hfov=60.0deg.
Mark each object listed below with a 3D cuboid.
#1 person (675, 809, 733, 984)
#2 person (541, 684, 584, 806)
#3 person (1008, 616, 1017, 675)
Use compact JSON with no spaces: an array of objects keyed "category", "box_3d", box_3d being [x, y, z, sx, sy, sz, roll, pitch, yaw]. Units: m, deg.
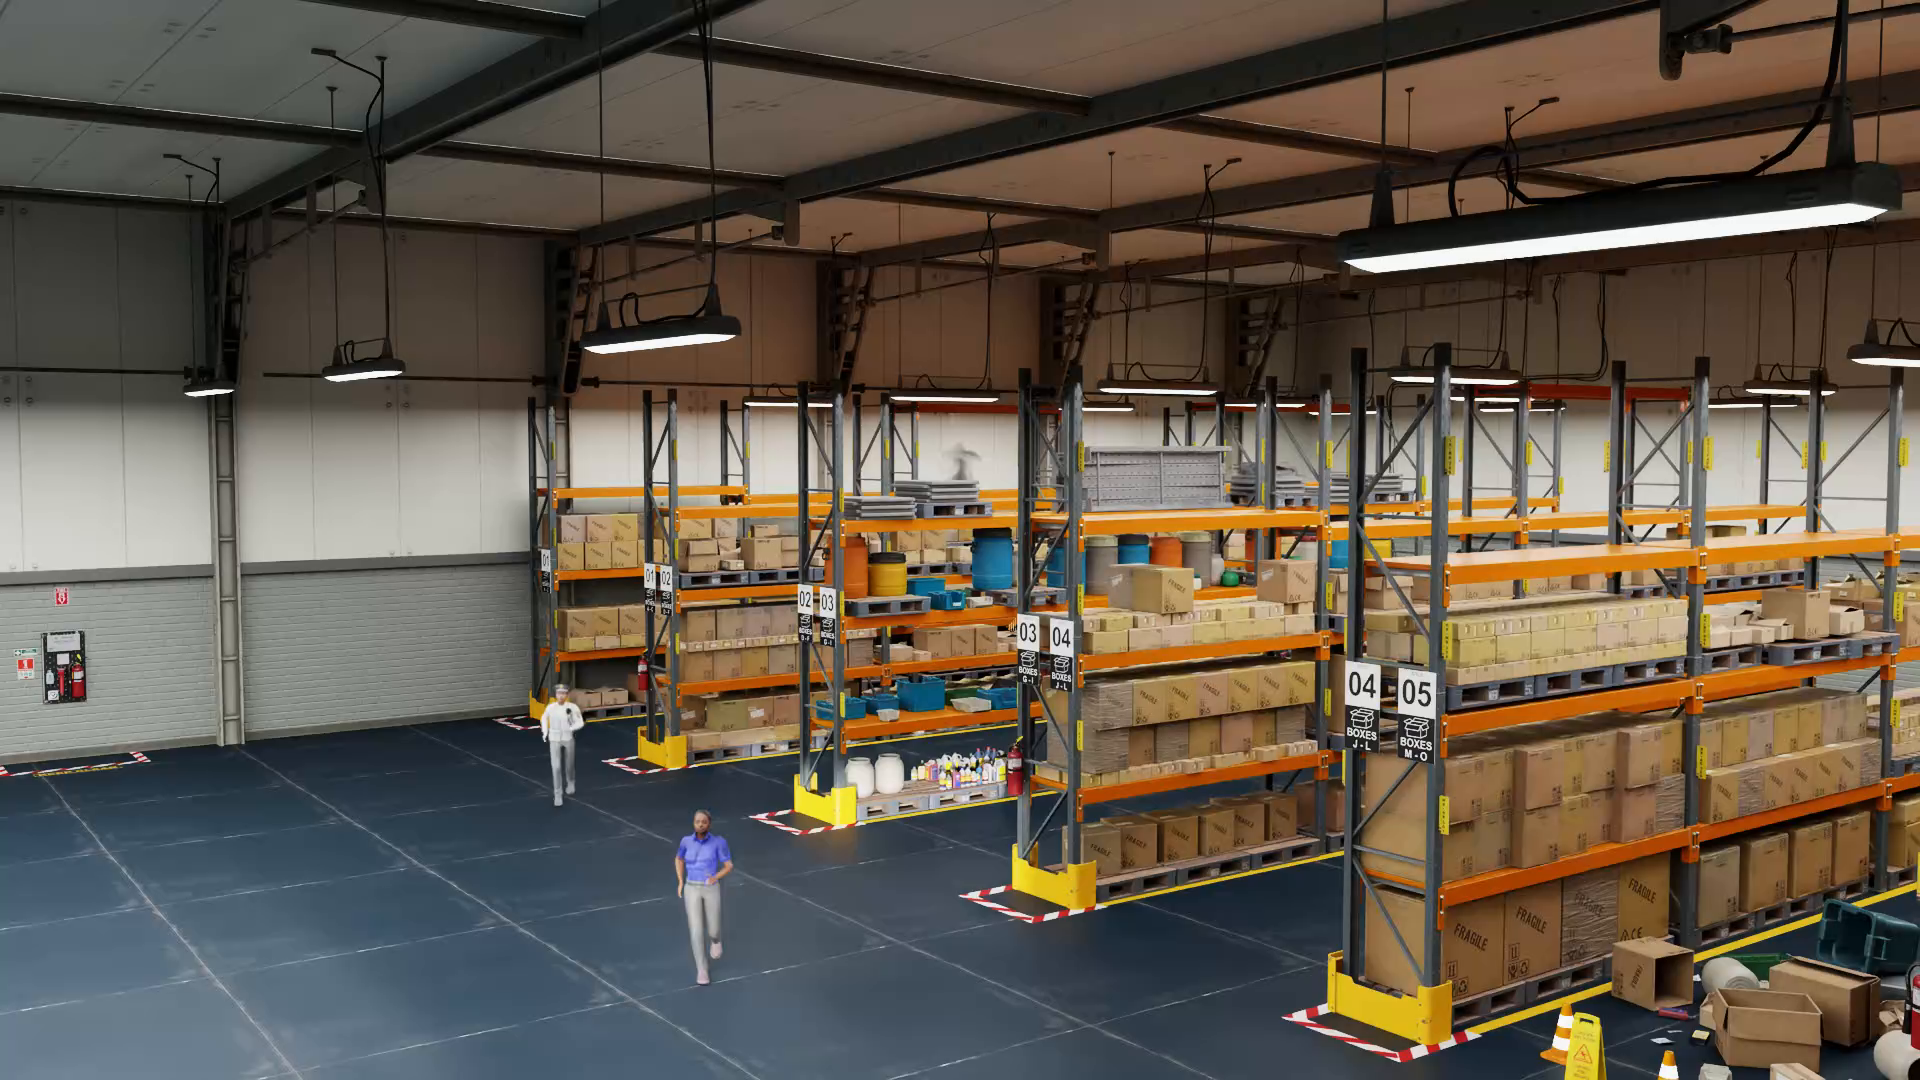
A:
[{"category":"person","box_3d":[-2.479,3.399,16.074,0.576,1.620,0.734,0,3,-1]},{"category":"person","box_3d":[-5.705,2.896,23.852,0.622,1.687,0.867,0,3,-7]},{"category":"person","box_3d":[1.338,2.019,34.224,0.547,1.671,0.855,3,4,39]}]
